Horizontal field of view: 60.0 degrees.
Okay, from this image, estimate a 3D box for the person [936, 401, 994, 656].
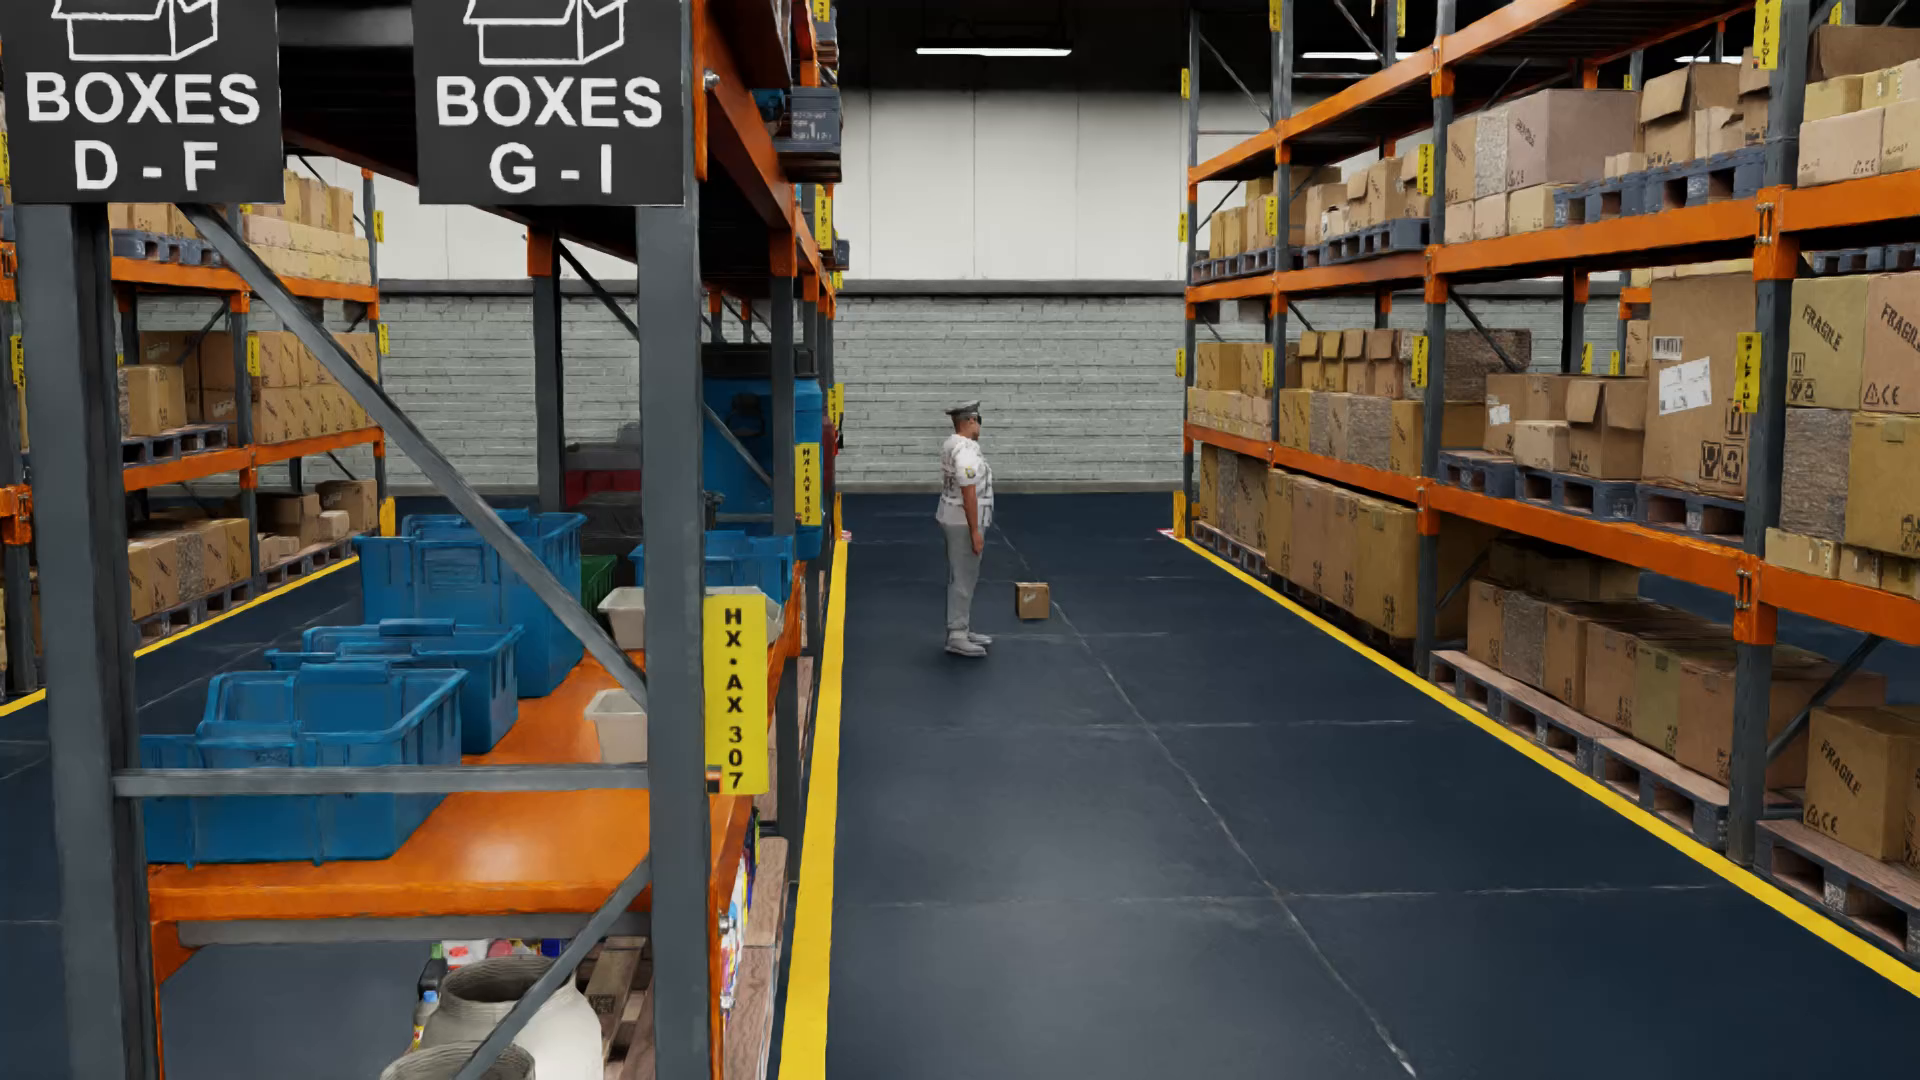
[{"bbox_3d":[0.046,-0.097,11.805,0.413,1.769,0.614,-1,7,-10],"label":"person"}]
